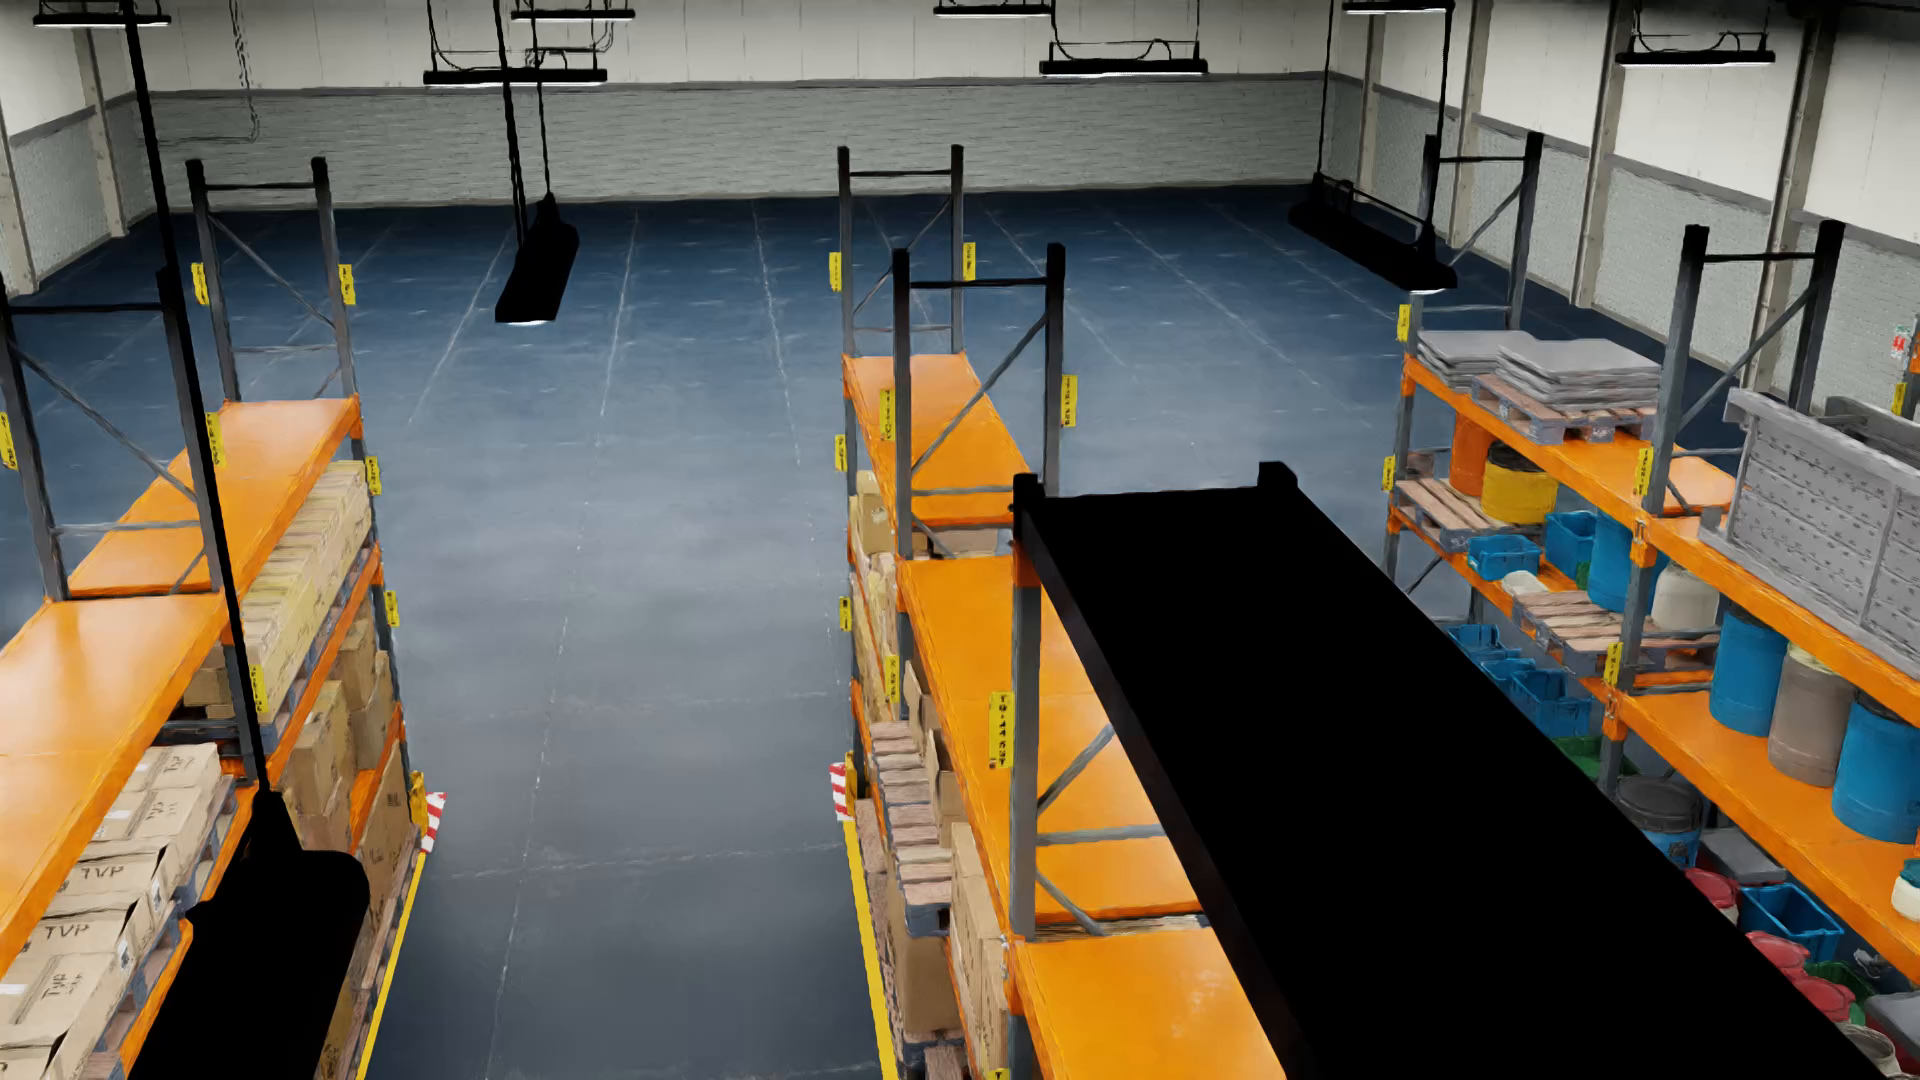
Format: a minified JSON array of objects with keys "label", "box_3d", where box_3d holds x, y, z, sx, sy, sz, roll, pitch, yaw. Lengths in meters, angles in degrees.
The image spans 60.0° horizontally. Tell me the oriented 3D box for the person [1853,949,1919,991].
[{"label":"person","box_3d":[7.110,2.757,12.450,0.502,1.624,0.997,-4,22,-9]}]
